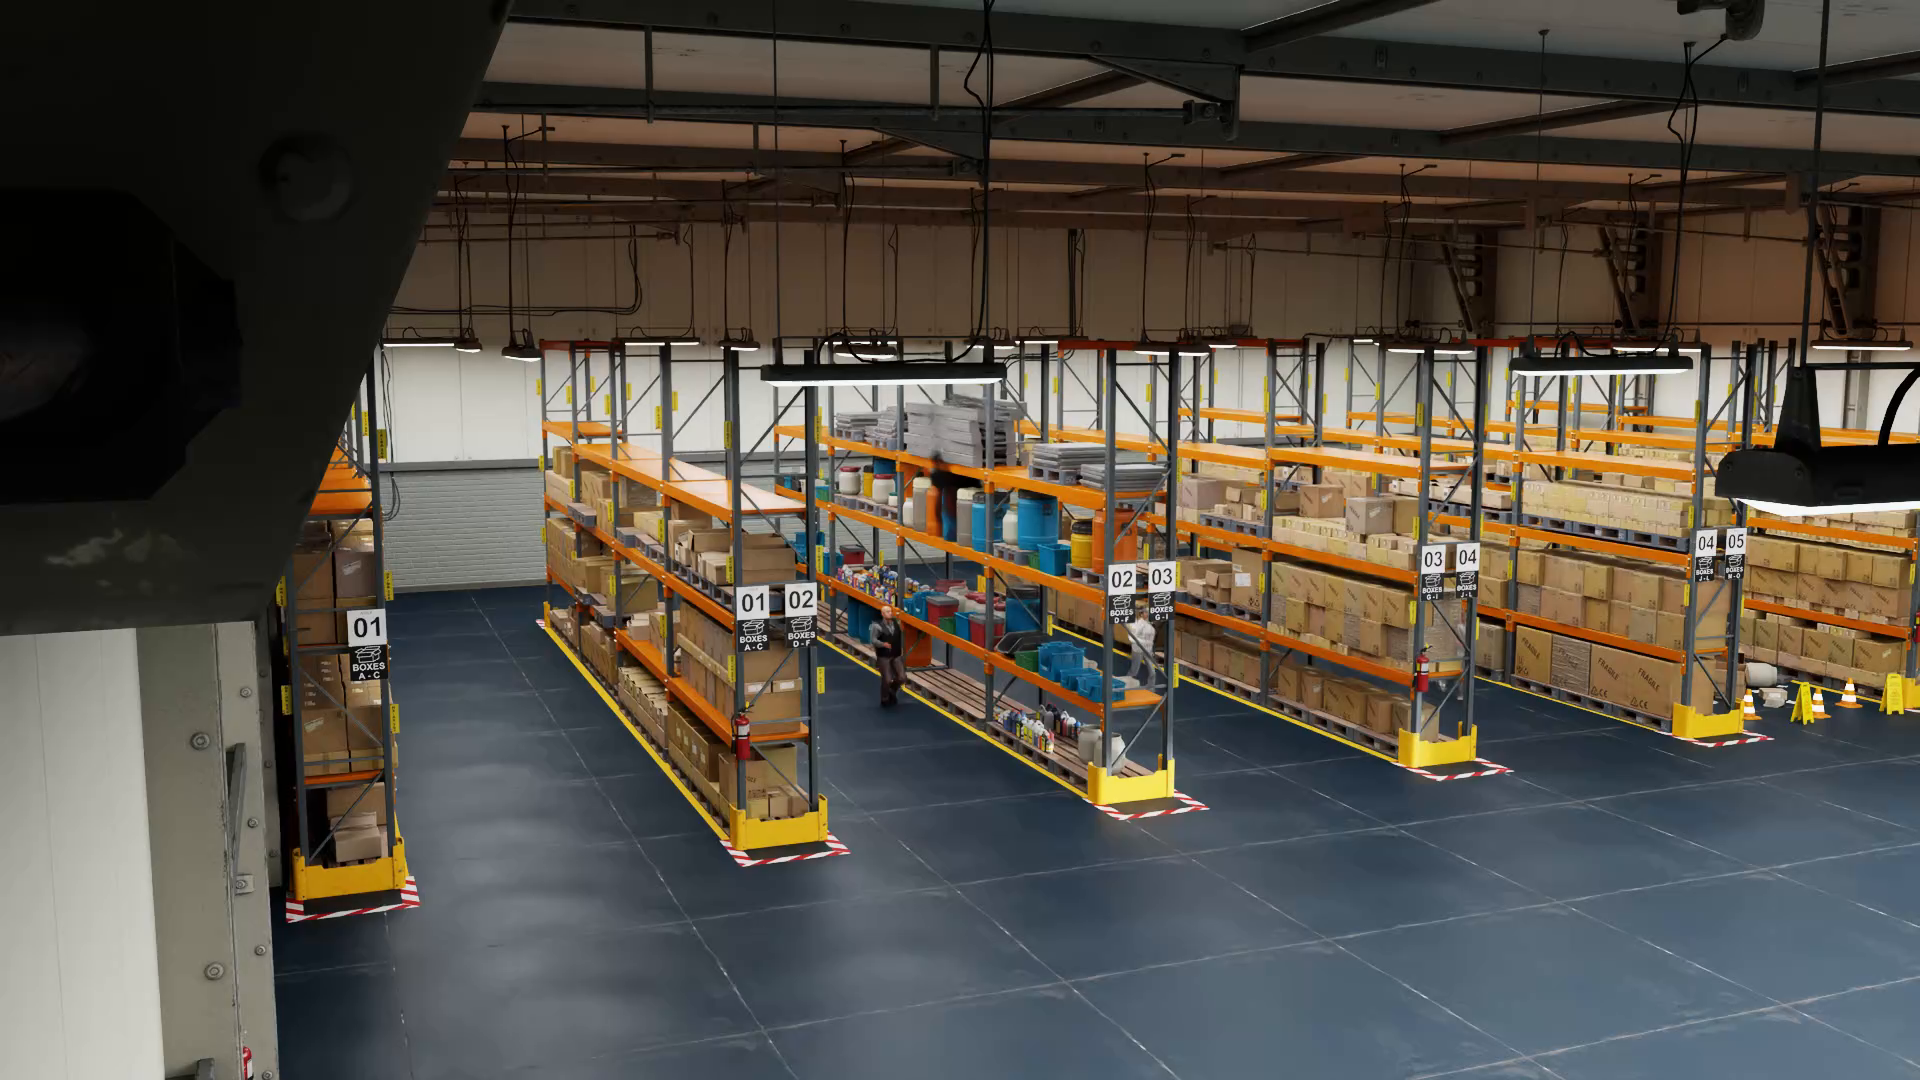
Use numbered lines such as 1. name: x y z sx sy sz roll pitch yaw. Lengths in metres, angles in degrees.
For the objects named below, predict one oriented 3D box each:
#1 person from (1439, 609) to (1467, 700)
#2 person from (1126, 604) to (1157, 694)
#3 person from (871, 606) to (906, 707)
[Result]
1. person: 8.409 1.923 28.019 0.542 1.559 0.625 -7 10 -43
2. person: 3.009 1.889 27.711 0.562 1.719 0.857 -4 9 -30
3. person: -1.133 1.931 27.360 0.647 1.684 0.602 -4 8 -27
